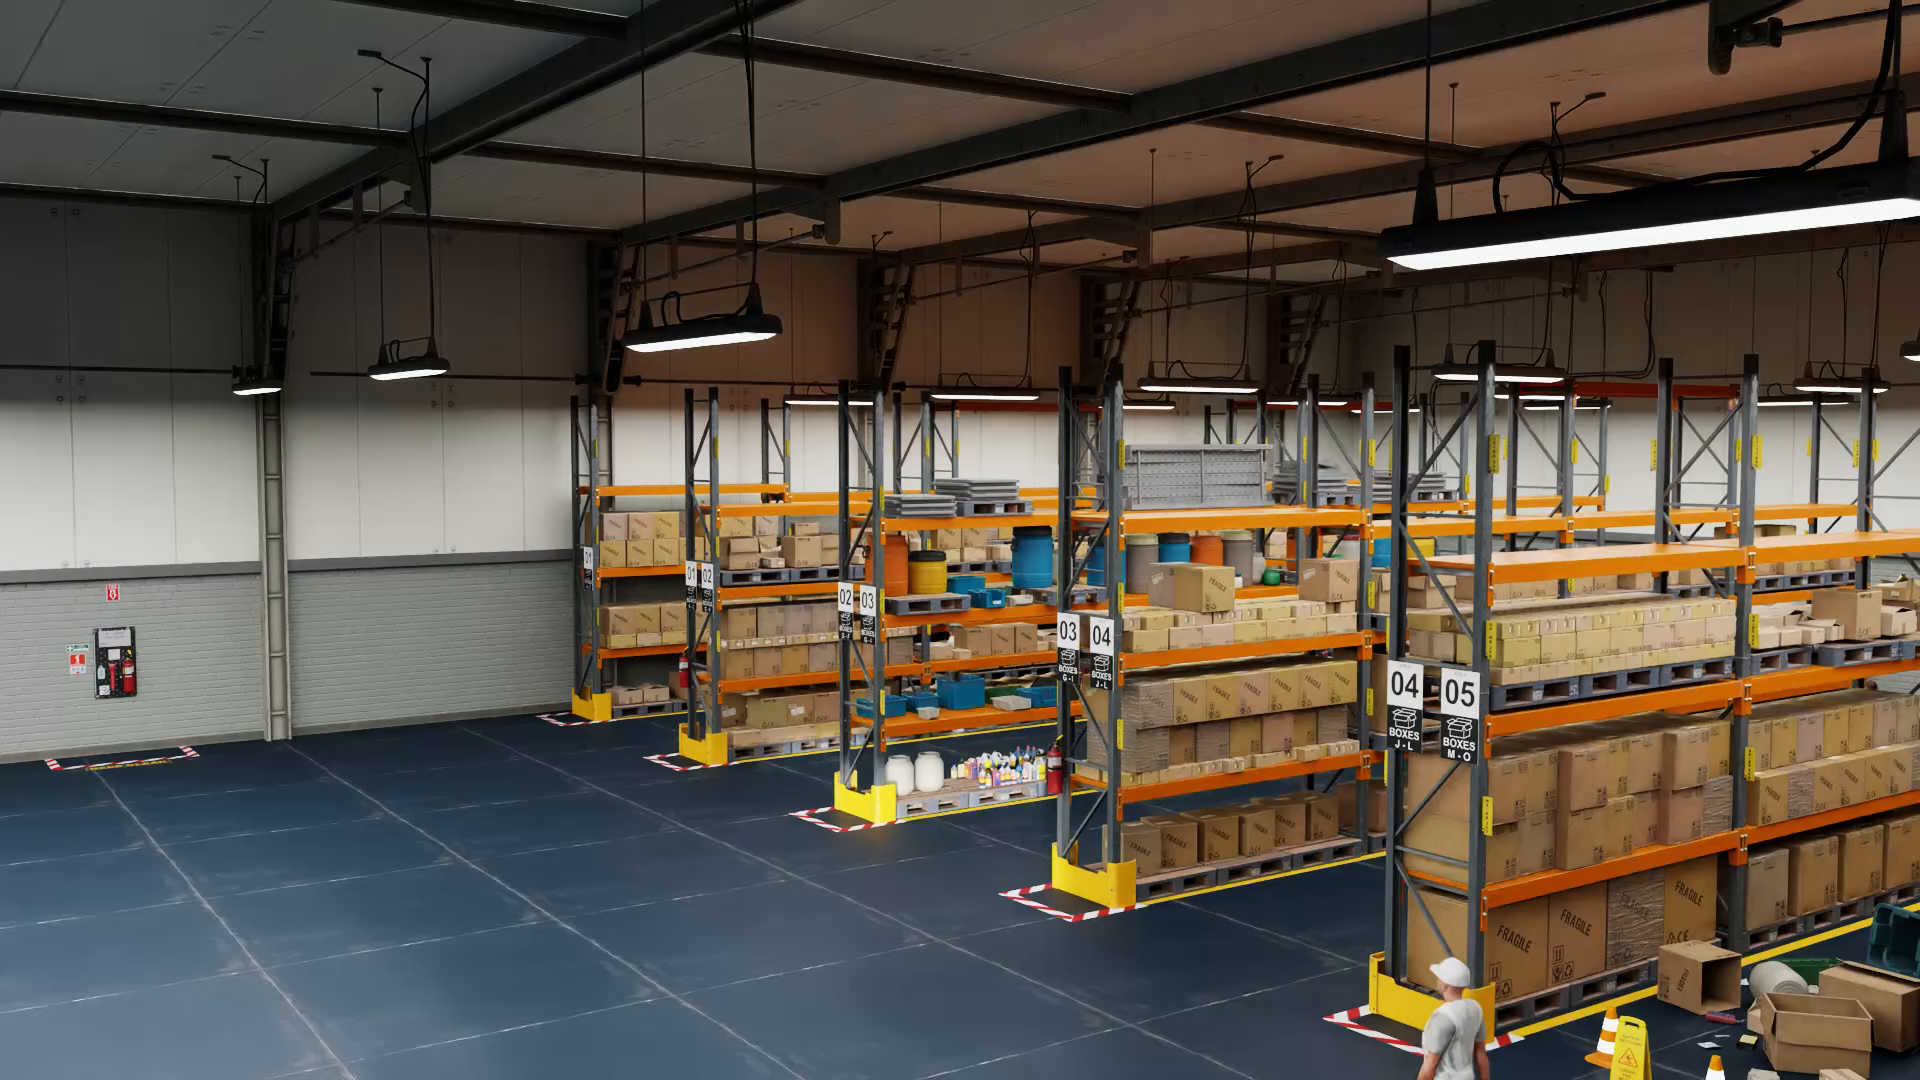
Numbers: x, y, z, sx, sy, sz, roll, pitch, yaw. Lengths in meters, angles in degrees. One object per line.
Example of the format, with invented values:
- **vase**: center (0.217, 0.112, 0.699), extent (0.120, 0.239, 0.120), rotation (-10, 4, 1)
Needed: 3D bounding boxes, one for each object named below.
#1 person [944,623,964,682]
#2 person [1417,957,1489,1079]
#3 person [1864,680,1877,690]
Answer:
- **person**: center (-0.145, 2.419, 31.761), extent (0.410, 1.665, 0.536), rotation (3, 4, 38)
- **person**: center (3.228, 3.630, 10.994), extent (1.086, 1.750, 0.484), rotation (1, 3, 11)
- **person**: center (13.388, 2.878, 24.529), extent (1.034, 1.621, 0.412), rotation (-3, 4, -39)
